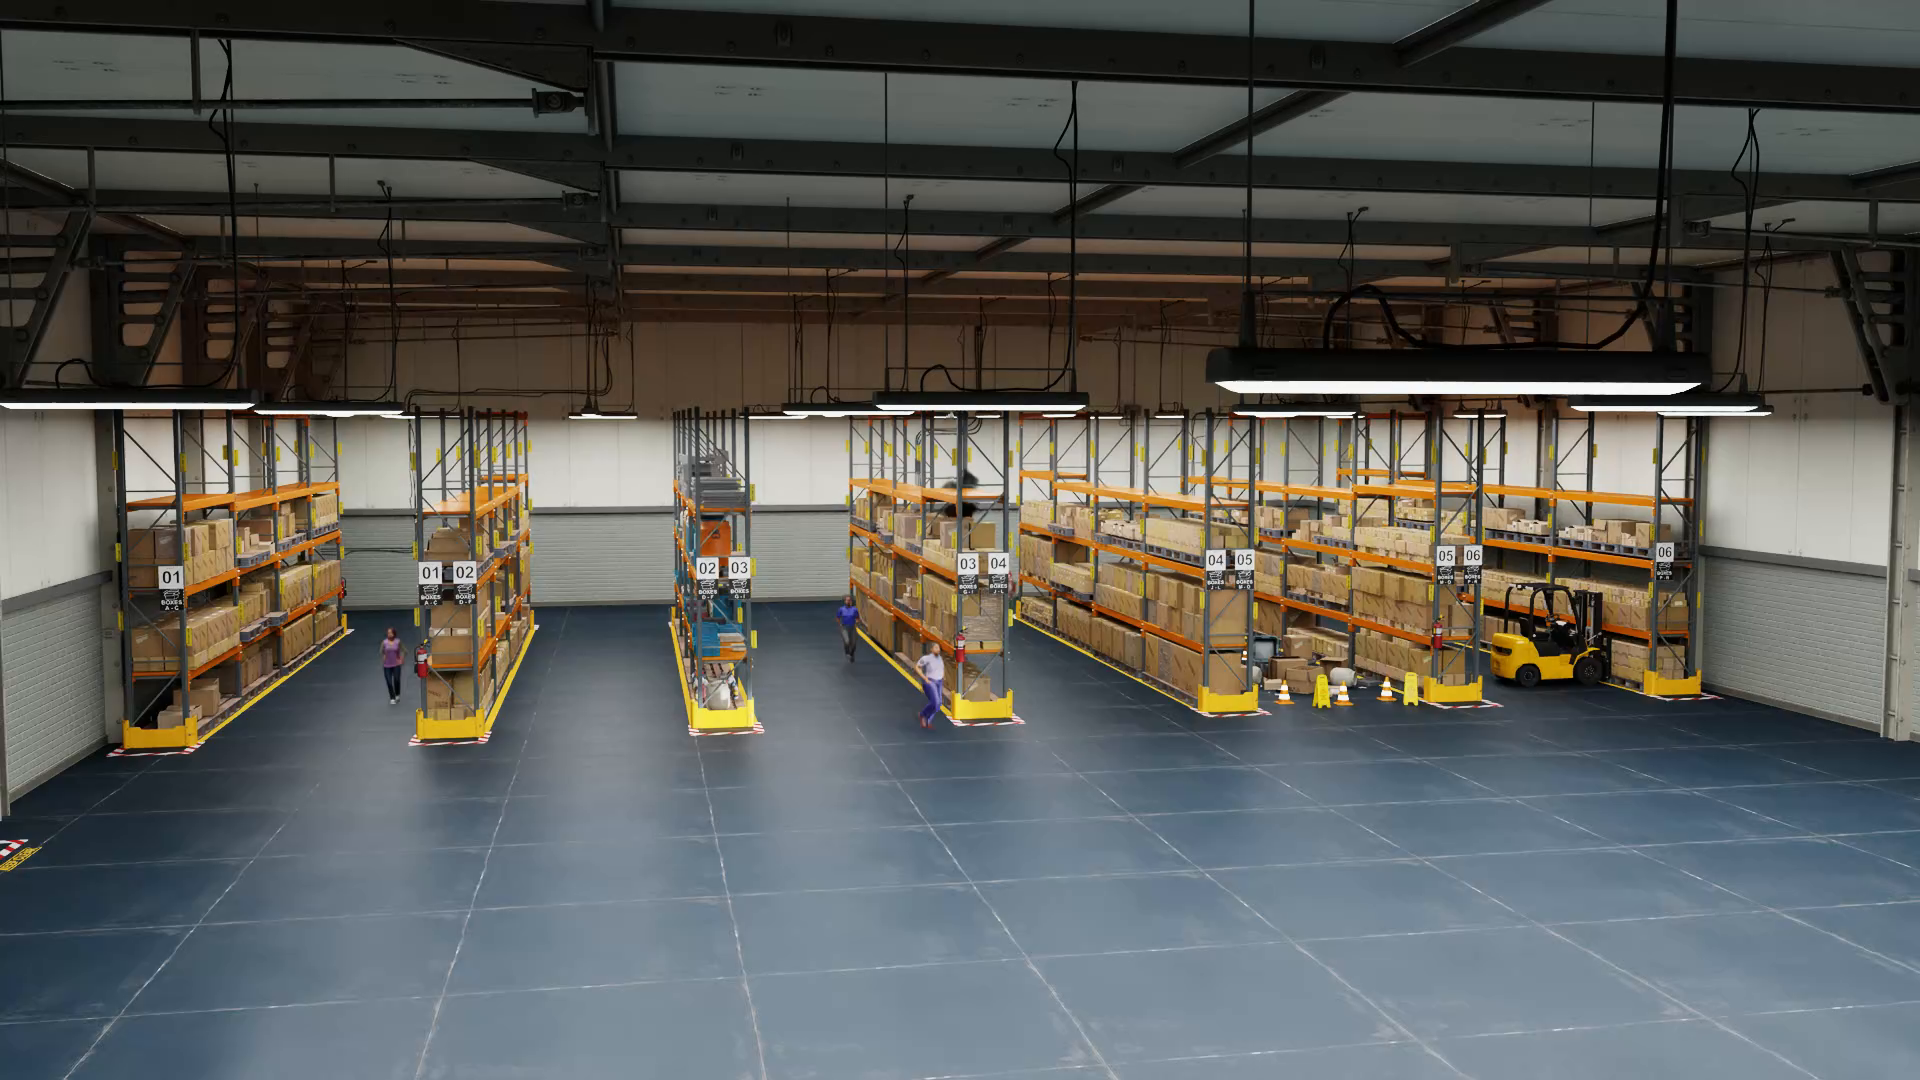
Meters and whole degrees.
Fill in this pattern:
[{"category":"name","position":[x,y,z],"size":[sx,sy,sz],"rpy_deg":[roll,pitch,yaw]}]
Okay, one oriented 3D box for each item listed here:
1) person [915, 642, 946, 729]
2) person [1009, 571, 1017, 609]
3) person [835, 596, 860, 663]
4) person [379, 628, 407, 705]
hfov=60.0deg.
[{"category":"person","position":[-0.471,2.715,31.005],"size":[0.505,1.607,0.639],"rpy_deg":[4,6,44]},{"category":"person","position":[1.200,1.660,45.399],"size":[0.666,1.726,0.973],"rpy_deg":[-2,4,-24]},{"category":"person","position":[-2.581,2.083,38.336],"size":[0.576,1.573,0.699],"rpy_deg":[-1,4,-8]},{"category":"person","position":[-11.420,2.551,33.452],"size":[0.521,1.561,0.570],"rpy_deg":[-1,4,-12]}]
